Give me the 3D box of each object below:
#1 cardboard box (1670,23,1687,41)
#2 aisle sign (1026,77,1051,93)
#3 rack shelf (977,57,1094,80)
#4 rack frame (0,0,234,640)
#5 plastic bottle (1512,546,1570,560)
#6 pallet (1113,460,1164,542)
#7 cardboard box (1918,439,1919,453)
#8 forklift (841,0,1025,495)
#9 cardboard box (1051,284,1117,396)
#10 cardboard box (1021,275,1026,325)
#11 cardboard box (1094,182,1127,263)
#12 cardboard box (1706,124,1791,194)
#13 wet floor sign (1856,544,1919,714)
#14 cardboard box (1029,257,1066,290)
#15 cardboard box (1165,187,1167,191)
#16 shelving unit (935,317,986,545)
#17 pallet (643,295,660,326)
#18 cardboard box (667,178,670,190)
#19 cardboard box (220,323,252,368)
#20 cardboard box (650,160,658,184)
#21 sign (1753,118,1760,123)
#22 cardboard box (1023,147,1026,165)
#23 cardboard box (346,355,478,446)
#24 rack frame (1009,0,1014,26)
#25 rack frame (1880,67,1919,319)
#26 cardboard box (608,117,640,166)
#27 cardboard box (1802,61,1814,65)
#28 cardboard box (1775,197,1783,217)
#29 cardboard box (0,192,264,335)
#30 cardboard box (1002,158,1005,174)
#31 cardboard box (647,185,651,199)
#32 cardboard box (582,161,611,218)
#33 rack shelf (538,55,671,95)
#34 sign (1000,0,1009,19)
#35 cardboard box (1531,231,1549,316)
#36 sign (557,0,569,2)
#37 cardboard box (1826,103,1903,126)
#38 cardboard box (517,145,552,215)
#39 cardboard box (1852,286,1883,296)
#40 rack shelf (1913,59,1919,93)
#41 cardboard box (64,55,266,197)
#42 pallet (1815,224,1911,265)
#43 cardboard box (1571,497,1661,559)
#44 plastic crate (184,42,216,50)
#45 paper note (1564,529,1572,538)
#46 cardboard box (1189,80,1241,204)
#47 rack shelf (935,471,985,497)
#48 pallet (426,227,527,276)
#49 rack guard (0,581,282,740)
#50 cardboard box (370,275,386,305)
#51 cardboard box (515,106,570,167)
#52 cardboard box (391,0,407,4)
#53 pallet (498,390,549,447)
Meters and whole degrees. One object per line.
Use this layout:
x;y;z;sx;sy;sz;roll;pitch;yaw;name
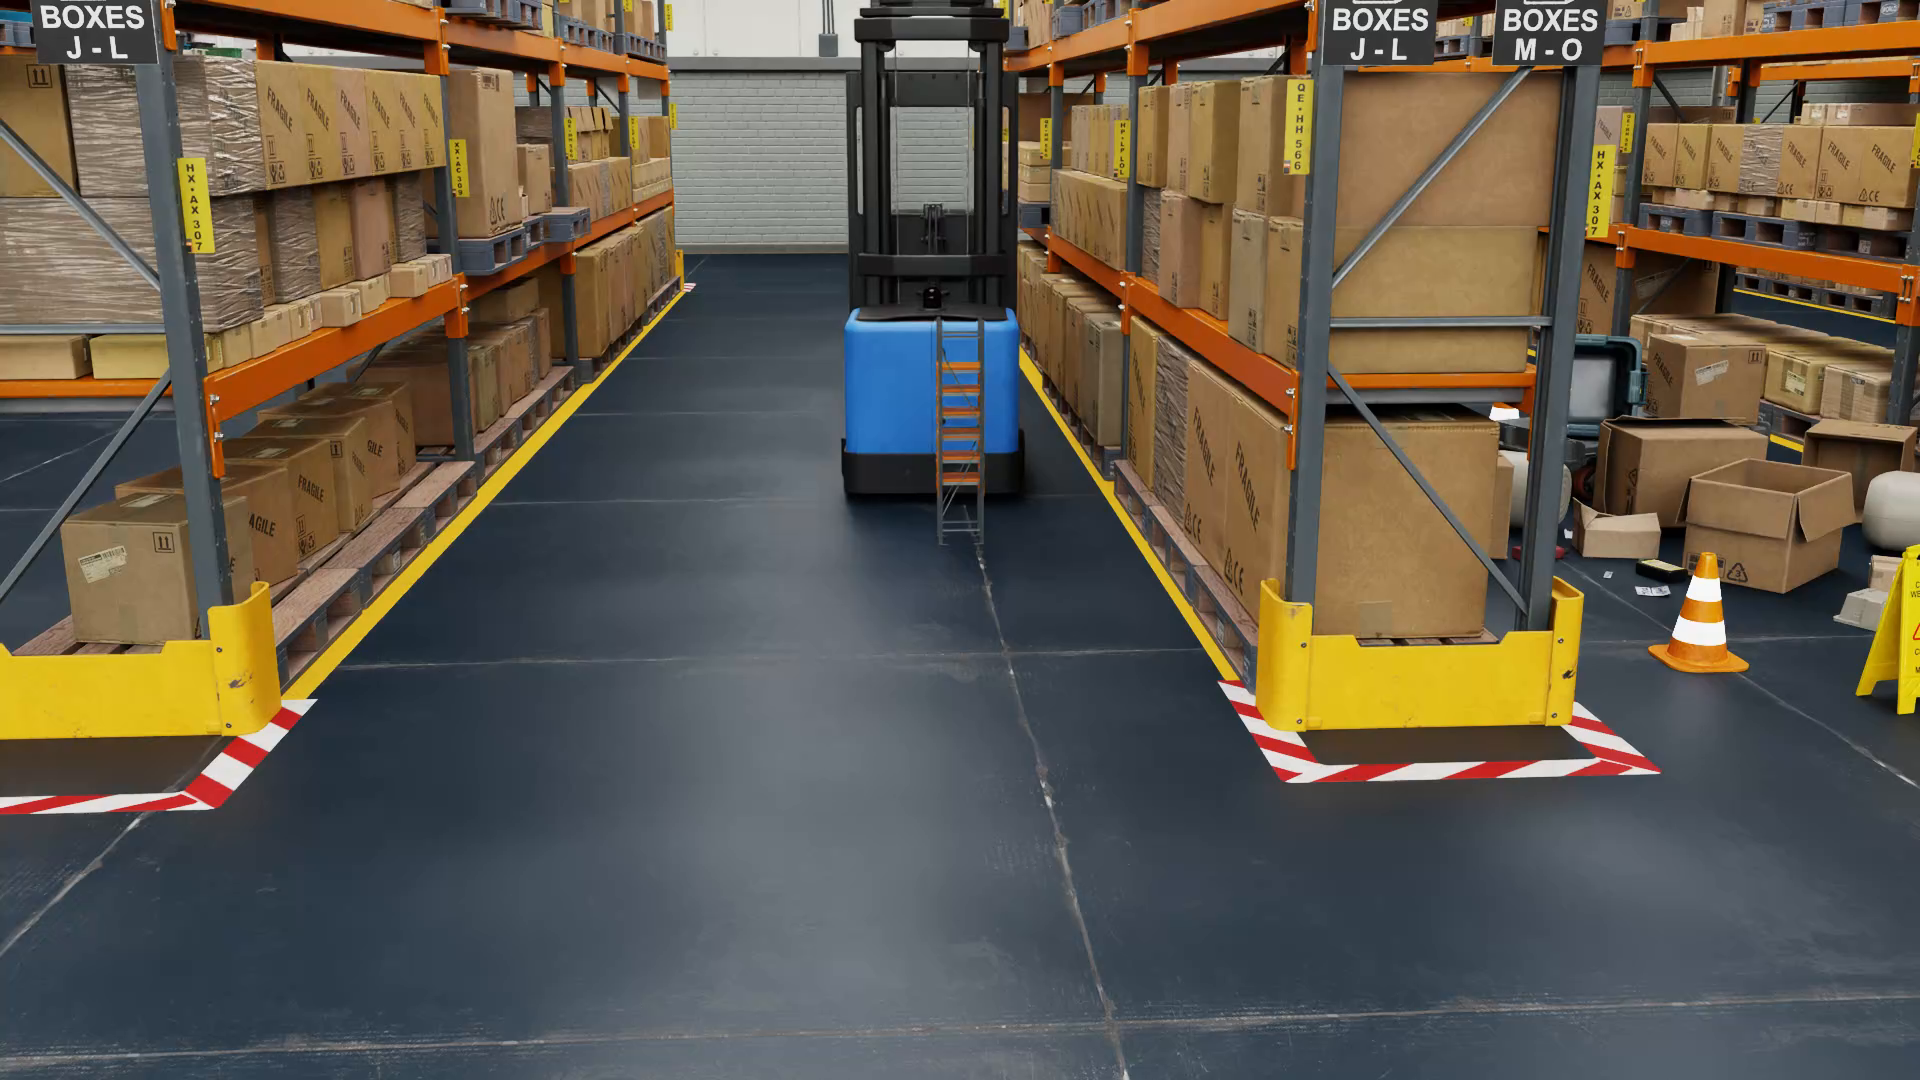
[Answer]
6.033;-4.133;13.552;0.380;0.149;0.250;-1;14;-3;cardboard box
1.048;-6.052;21.312;0.394;0.787;0.004;-1;14;-3;aisle sign
0.877;-5.377;19.330;1.077;0.370;4.000;-1;14;-3;rack shelf
-3.212;-0.740;5.882;1.000;3.000;0.127;-1;14;-3;rack frame
3.029;0.063;8.660;0.283;0.061;0.133;-6;16;-23;plastic bottle
1.466;-0.245;9.556;1.003;0.211;1.213;-1;14;-3;pallet
6.198;-0.609;10.047;0.500;0.250;0.500;-2;15;-6;cardboard box
-0.174;-2.000;10.919;1.130;2.935;3.031;0;14;0;forklift
1.254;-1.525;12.604;1.050;0.750;0.750;-1;14;-3;cardboard box
0.863;-2.319;16.193;0.500;0.500;0.500;-1;14;-2;cardboard box
1.166;-2.086;10.913;0.500;0.500;0.500;-1;14;-4;cardboard box
6.059;-2.901;12.643;0.500;0.500;0.500;-1;14;-2;cardboard box
3.723;0.326;6.466;0.267;0.644;0.232;-3;15;-13;wet floor sign
0.903;-2.428;15.113;0.500;0.250;0.500;-1;14;-3;cardboard box
1.588;-1.631;9.044;0.875;0.550;0.550;-1;14;-3;cardboard box
0.001;-0.577;8.863;0.258;1.200;0.189;-1;14;-3;shelving unit
-3.925;-2.564;18.569;1.003;0.211;1.213;-1;14;-3;pallet
-3.835;-4.449;20.803;0.380;0.149;0.250;-1;14;-3;cardboard box
-2.988;-0.755;6.446;0.380;0.149;0.250;-1;14;-3;cardboard box
-3.810;-4.292;19.391;0.500;0.250;0.500;-1;14;-3;cardboard box
6.724;-3.416;14.117;0.100;0.325;0.005;-1;14;-3;sign
0.748;-3.328;14.409;0.380;0.149;0.250;-1;14;-4;cardboard box
-3.477;-0.890;10.600;0.700;0.500;0.500;-2;15;-8;cardboard box
1.001;-6.681;16.934;1.000;3.000;0.127;-1;14;-3;rack frame
10.889;-3.955;18.377;1.000;3.000;0.127;-1;14;-3;rack frame
-3.730;-4.282;17.848;0.500;0.500;0.500;-1;14;-3;cardboard box
10.427;-5.815;20.092;0.380;0.149;0.250;-1;14;-3;cardboard box
6.161;-2.414;12.051;0.380;0.149;0.250;-1;14;-5;cardboard box
-3.219;-1.070;6.366;0.875;0.500;0.500;-1;14;-3;cardboard box
0.618;-3.703;16.464;0.380;0.149;0.250;-2;15;-6;cardboard box
-3.709;-3.941;18.828;0.380;0.149;0.250;-1;14;-4;cardboard box
-3.565;-3.283;15.565;0.500;0.500;0.500;-1;14;-3;cardboard box
-4.079;-5.326;19.130;1.077;0.370;4.000;-1;14;-3;rack shelf
0.460;-5.468;17.203;0.100;0.325;0.005;-1;14;-3;sign
6.117;-2.674;16.821;0.875;0.875;0.875;0;14;-2;cardboard box
-3.166;-4.440;13.207;0.100;0.325;0.005;-1;14;-3;sign
6.121;-2.880;11.259;0.380;0.149;0.250;-1;14;-5;cardboard box
-3.500;-2.710;12.497;0.700;0.500;0.500;1;14;5;cardboard box
10.562;-2.912;19.201;0.380;0.149;0.250;-1;14;-5;cardboard box
11.013;-4.562;16.160;1.077;0.370;4.000;-1;14;-3;rack shelf
-2.974;-1.558;6.256;0.500;0.500;0.500;-1;14;-3;cardboard box
6.529;-1.987;11.115;1.003;0.211;1.213;-1;14;-3;pallet
3.442;-0.063;8.738;0.396;0.266;0.258;2;15;6;cardboard box
-9.401;-5.932;20.304;0.497;0.269;0.590;-1;14;-3;plastic crate
3.407;-0.035;9.117;0.172;0.023;0.155;4;15;16;paper note
1.572;-1.886;7.870;0.875;0.550;0.500;-1;14;-3;cardboard box
0.001;-0.302;8.934;0.258;0.103;0.180;-1;14;-3;rack shelf
-3.362;-1.834;10.520;1.003;0.211;1.213;-1;14;-3;pallet
-3.217;0.452;6.267;1.175;0.500;0.348;-1;14;-3;rack guard
-3.125;-1.252;8.378;0.380;0.149;0.250;-1;14;-3;cardboard box
-3.737;-3.446;14.185;0.797;0.503;0.637;0;14;-2;cardboard box
-3.149;-2.875;8.463;0.500;0.250;0.500;-1;14;-2;cardboard box
-3.588;-0.882;12.031;1.003;0.211;1.213;-1;14;-3;pallet
